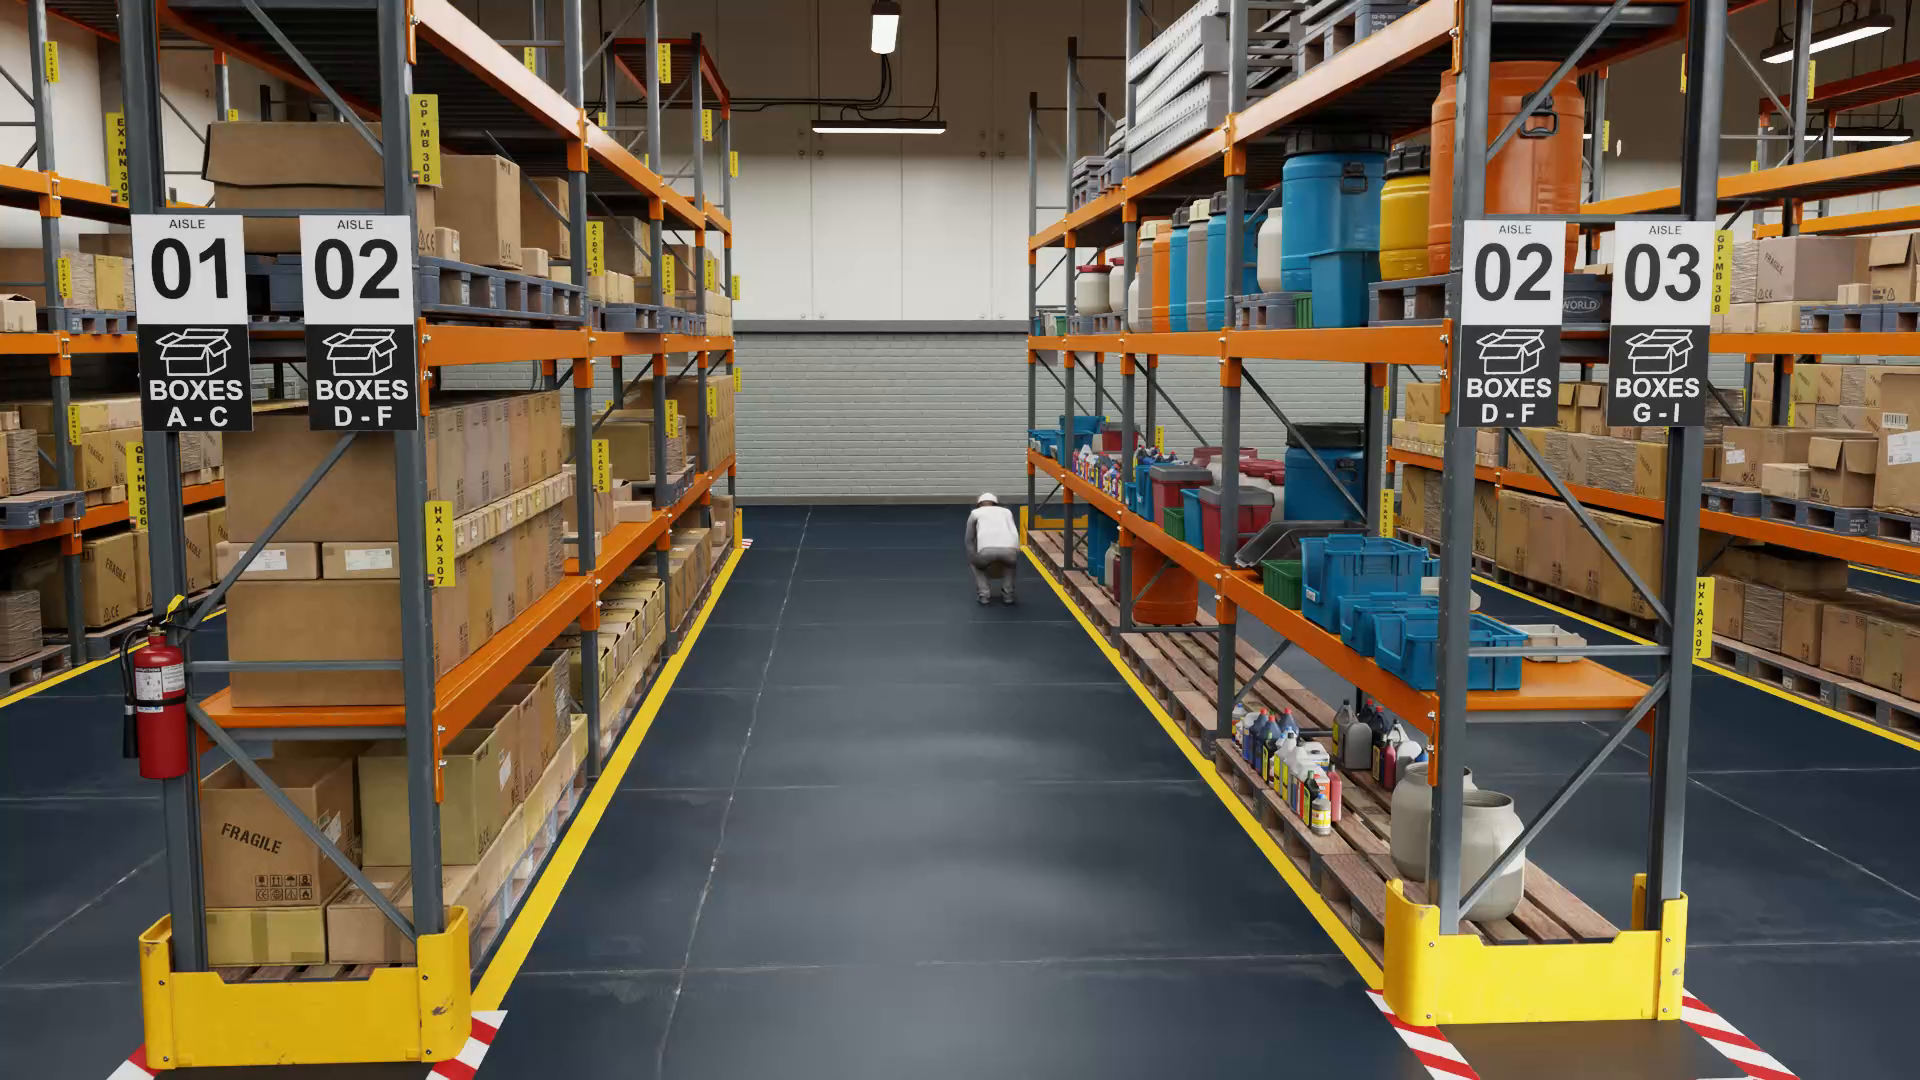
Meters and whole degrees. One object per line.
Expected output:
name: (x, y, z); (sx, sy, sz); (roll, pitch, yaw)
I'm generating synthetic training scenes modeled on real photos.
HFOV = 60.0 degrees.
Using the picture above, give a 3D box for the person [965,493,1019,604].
person: (0.340, 0.090, 17.641); (0.556, 1.122, 0.865); (0, 7, -4)
